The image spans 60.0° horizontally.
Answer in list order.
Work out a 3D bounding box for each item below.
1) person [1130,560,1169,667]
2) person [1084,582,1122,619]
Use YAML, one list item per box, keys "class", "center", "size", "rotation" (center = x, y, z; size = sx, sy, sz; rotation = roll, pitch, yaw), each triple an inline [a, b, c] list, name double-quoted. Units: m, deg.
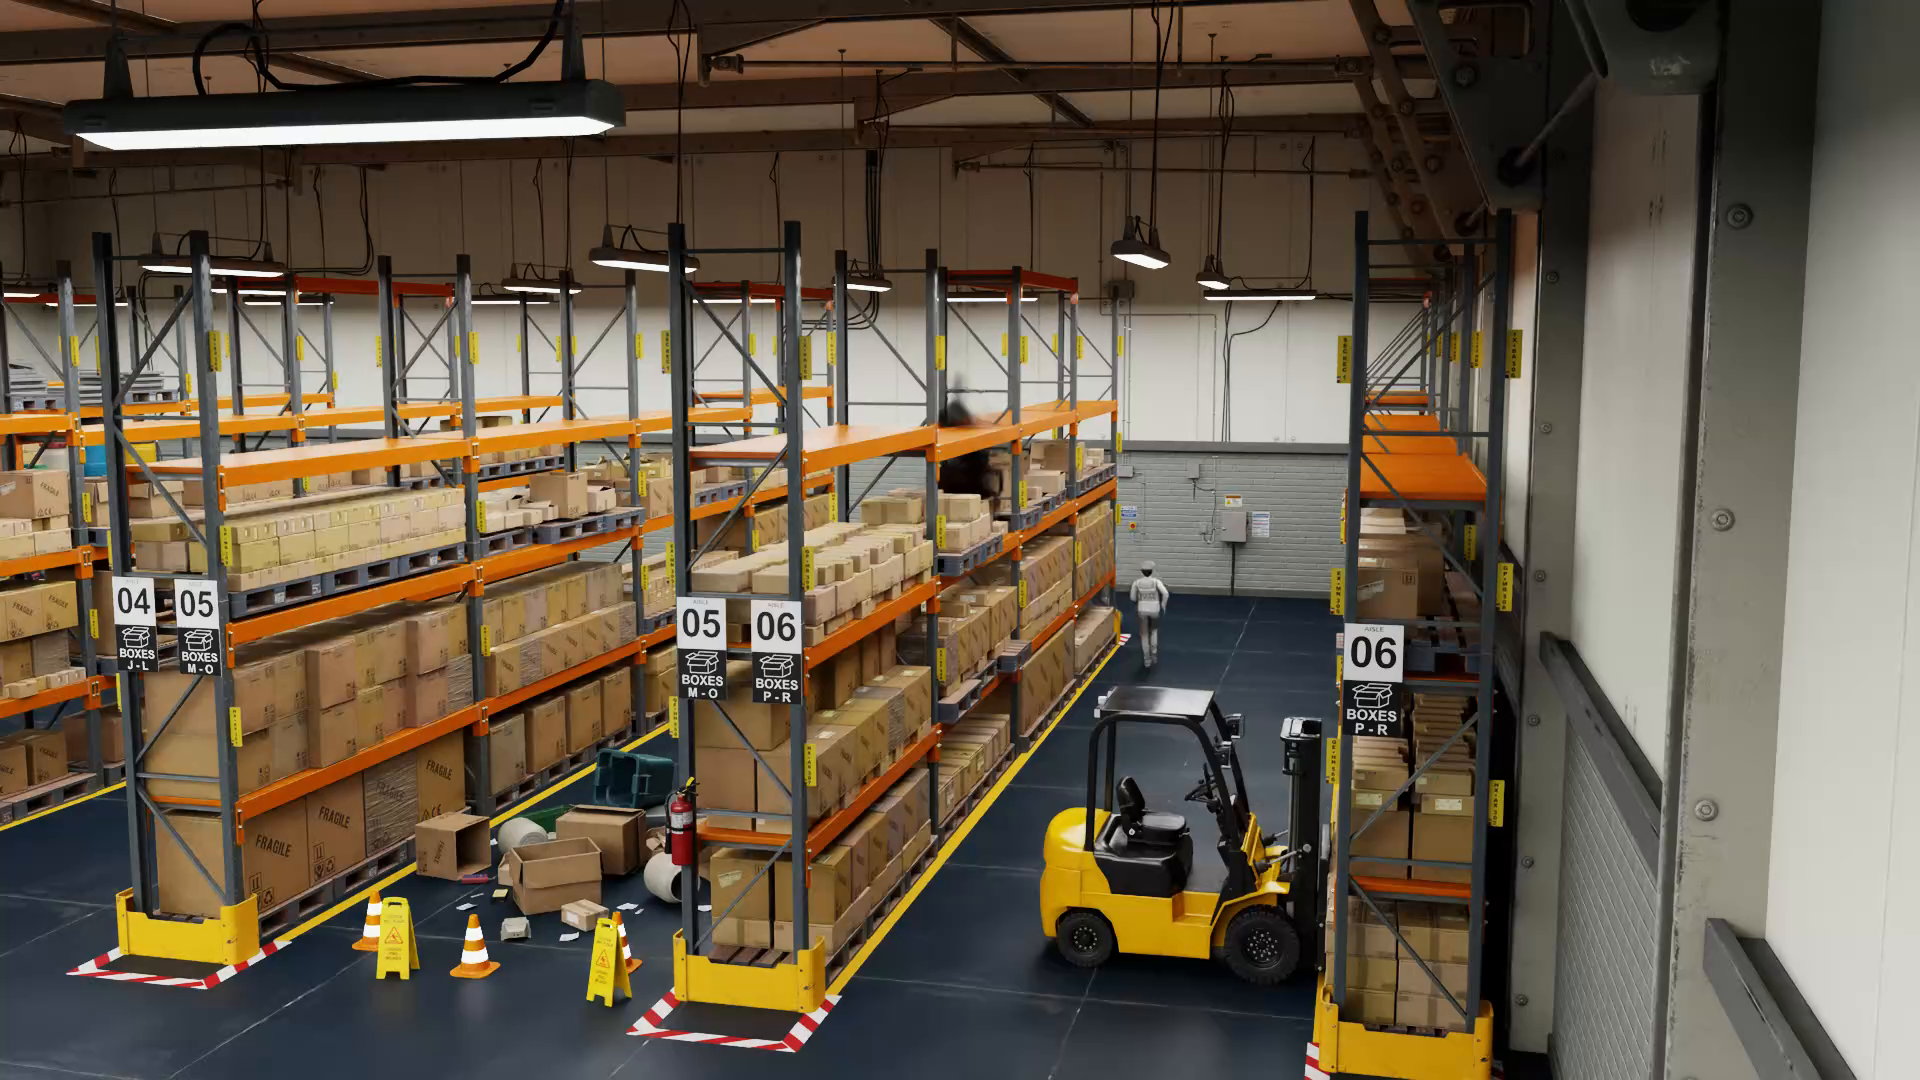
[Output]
- class: "person"
  center: [2.966, 1.138, 26.158]
  size: [0.598, 1.669, 0.611]
  rotation: [0, 7, 3]
- class: "person"
  center: [2.376, 0.686, 29.587]
  size: [0.930, 1.716, 0.699]
  rotation: [7, 10, 44]
